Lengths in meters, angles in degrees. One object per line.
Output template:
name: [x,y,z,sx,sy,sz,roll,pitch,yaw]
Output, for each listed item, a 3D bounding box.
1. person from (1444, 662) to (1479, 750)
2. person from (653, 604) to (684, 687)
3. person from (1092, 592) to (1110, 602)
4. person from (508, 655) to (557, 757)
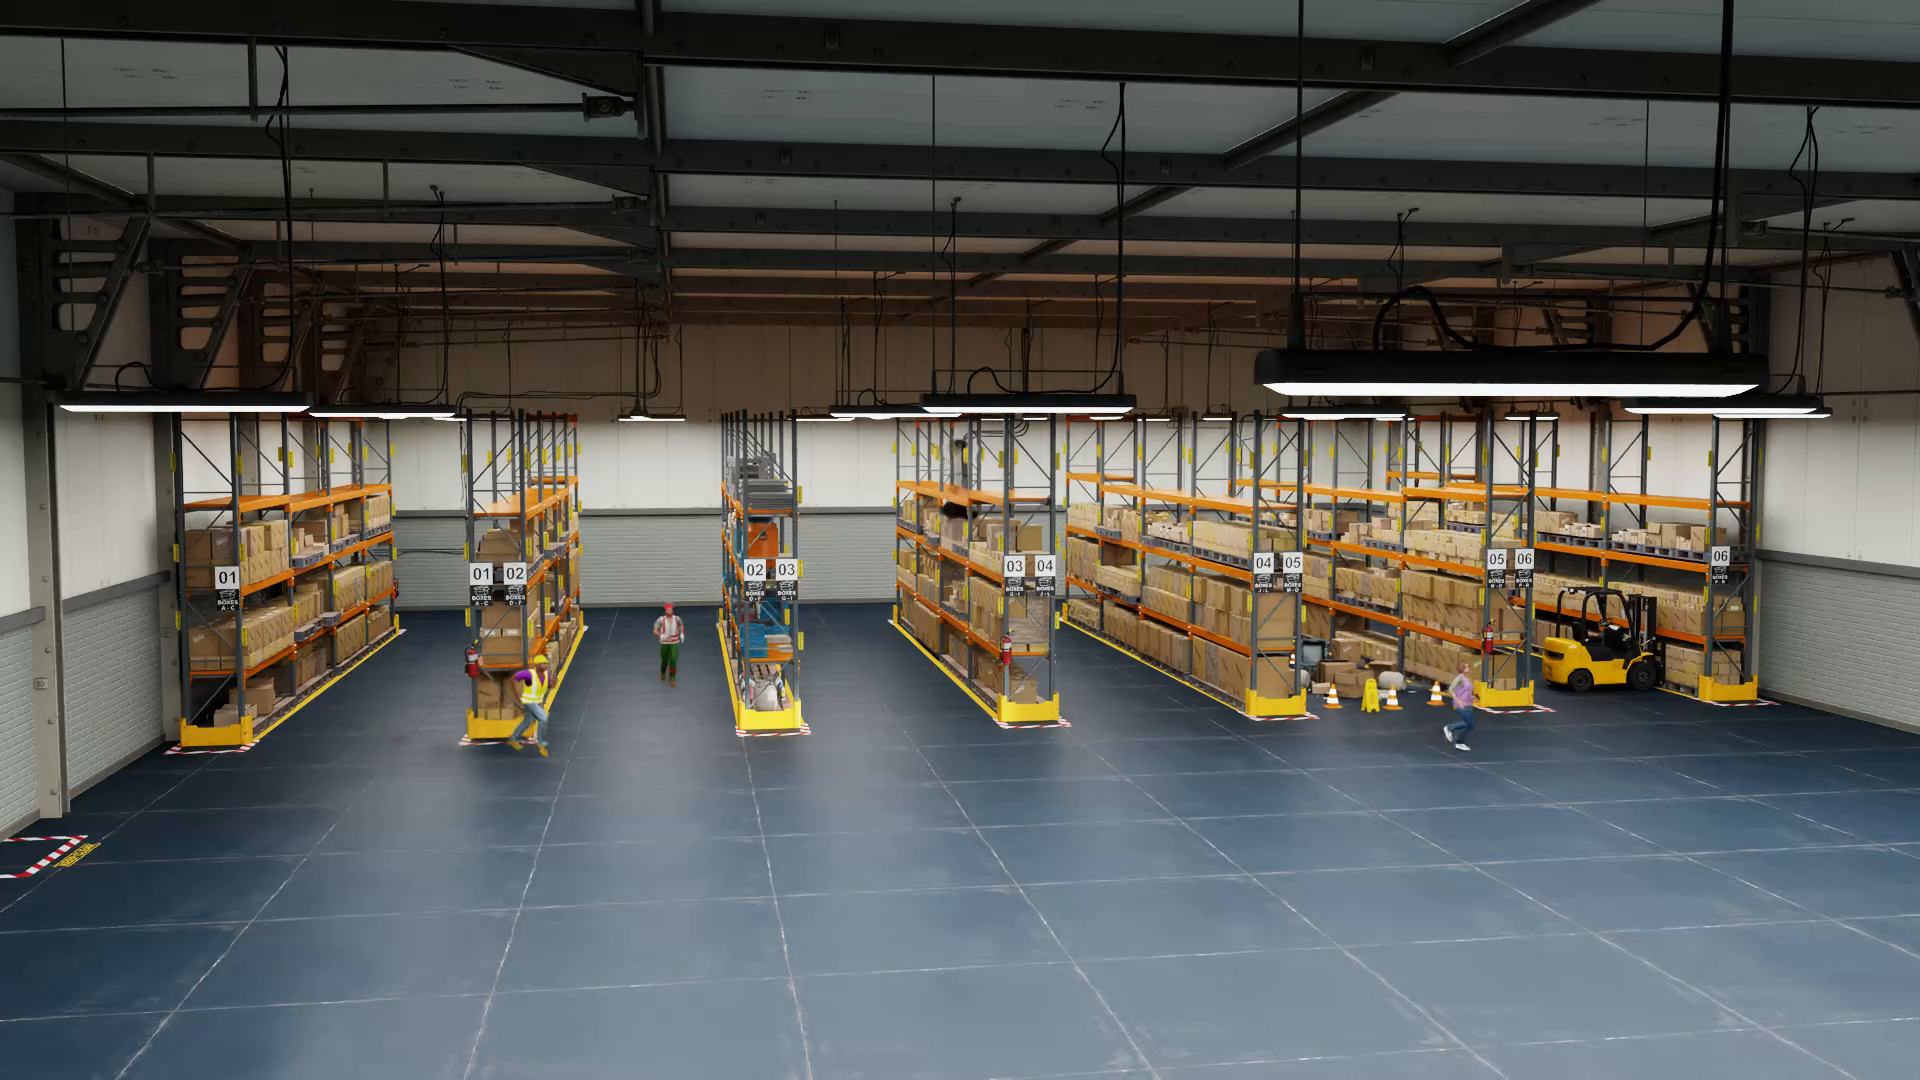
person: [8.827,2.915,29.258,0.548,1.560,0.538,3,5,40]
person: [-6.383,2.282,36.508,0.684,1.795,0.865,-1,4,-20]
person: [4.334,1.357,51.246,0.728,1.644,0.522,-3,5,-38]
person: [-7.434,2.859,28.793,0.957,1.768,0.690,1,4,19]
